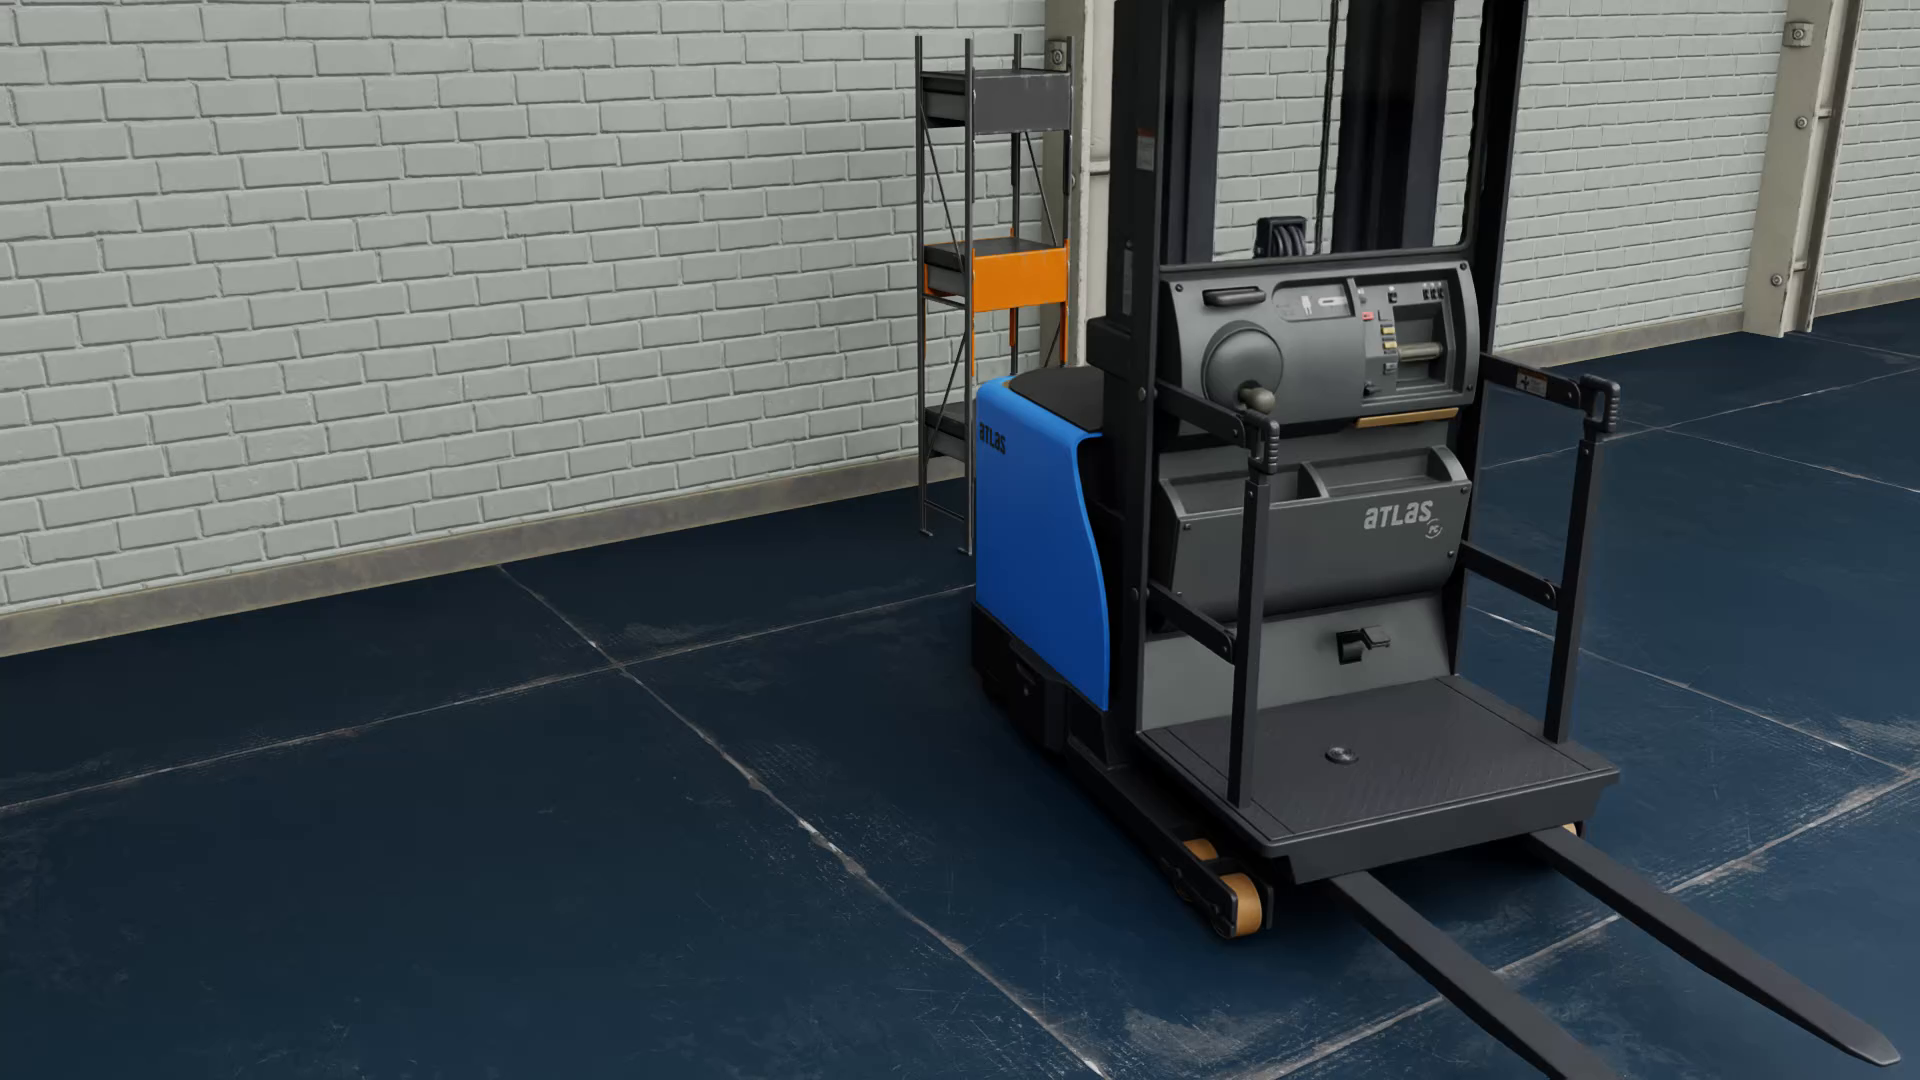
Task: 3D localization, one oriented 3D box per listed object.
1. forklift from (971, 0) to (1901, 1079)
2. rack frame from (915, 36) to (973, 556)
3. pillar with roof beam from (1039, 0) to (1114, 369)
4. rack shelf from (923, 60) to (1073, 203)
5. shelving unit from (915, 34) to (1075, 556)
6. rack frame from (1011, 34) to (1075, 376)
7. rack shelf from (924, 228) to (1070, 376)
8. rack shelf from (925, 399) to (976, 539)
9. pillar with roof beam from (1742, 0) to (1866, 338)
[{"bbox_3d":[1.057,-0.525,4.220,1.130,2.935,3.031,-7,20,-21],"label":"forklift"},{"bbox_3d":[-0.066,-0.981,6.868,0.015,2.100,0.400,-12,22,-31],"label":"rack frame"},{"bbox_3d":[3.010,-3.507,3.569,0.400,9.000,9.100,-12,22,-31],"label":"pillar with roof beam"},{"bbox_3d":[0.138,-1.674,6.775,0.480,0.518,0.431,-12,22,-31],"label":"rack shelf"},{"bbox_3d":[0.138,-1.024,6.995,0.503,2.100,0.431,-12,22,-31],"label":"shelving unit"},{"bbox_3d":[0.342,-1.067,7.122,0.015,2.100,0.400,-12,22,-31],"label":"rack frame"},{"bbox_3d":[0.138,-1.011,6.999,0.480,0.518,0.431,-12,22,-31],"label":"rack shelf"},{"bbox_3d":[0.138,-0.348,7.223,0.480,0.518,0.431,-12,22,-31],"label":"rack shelf"},{"bbox_3d":[8.021,-4.564,6.695,0.400,9.000,9.100,-12,22,-31],"label":"pillar with roof beam"}]
